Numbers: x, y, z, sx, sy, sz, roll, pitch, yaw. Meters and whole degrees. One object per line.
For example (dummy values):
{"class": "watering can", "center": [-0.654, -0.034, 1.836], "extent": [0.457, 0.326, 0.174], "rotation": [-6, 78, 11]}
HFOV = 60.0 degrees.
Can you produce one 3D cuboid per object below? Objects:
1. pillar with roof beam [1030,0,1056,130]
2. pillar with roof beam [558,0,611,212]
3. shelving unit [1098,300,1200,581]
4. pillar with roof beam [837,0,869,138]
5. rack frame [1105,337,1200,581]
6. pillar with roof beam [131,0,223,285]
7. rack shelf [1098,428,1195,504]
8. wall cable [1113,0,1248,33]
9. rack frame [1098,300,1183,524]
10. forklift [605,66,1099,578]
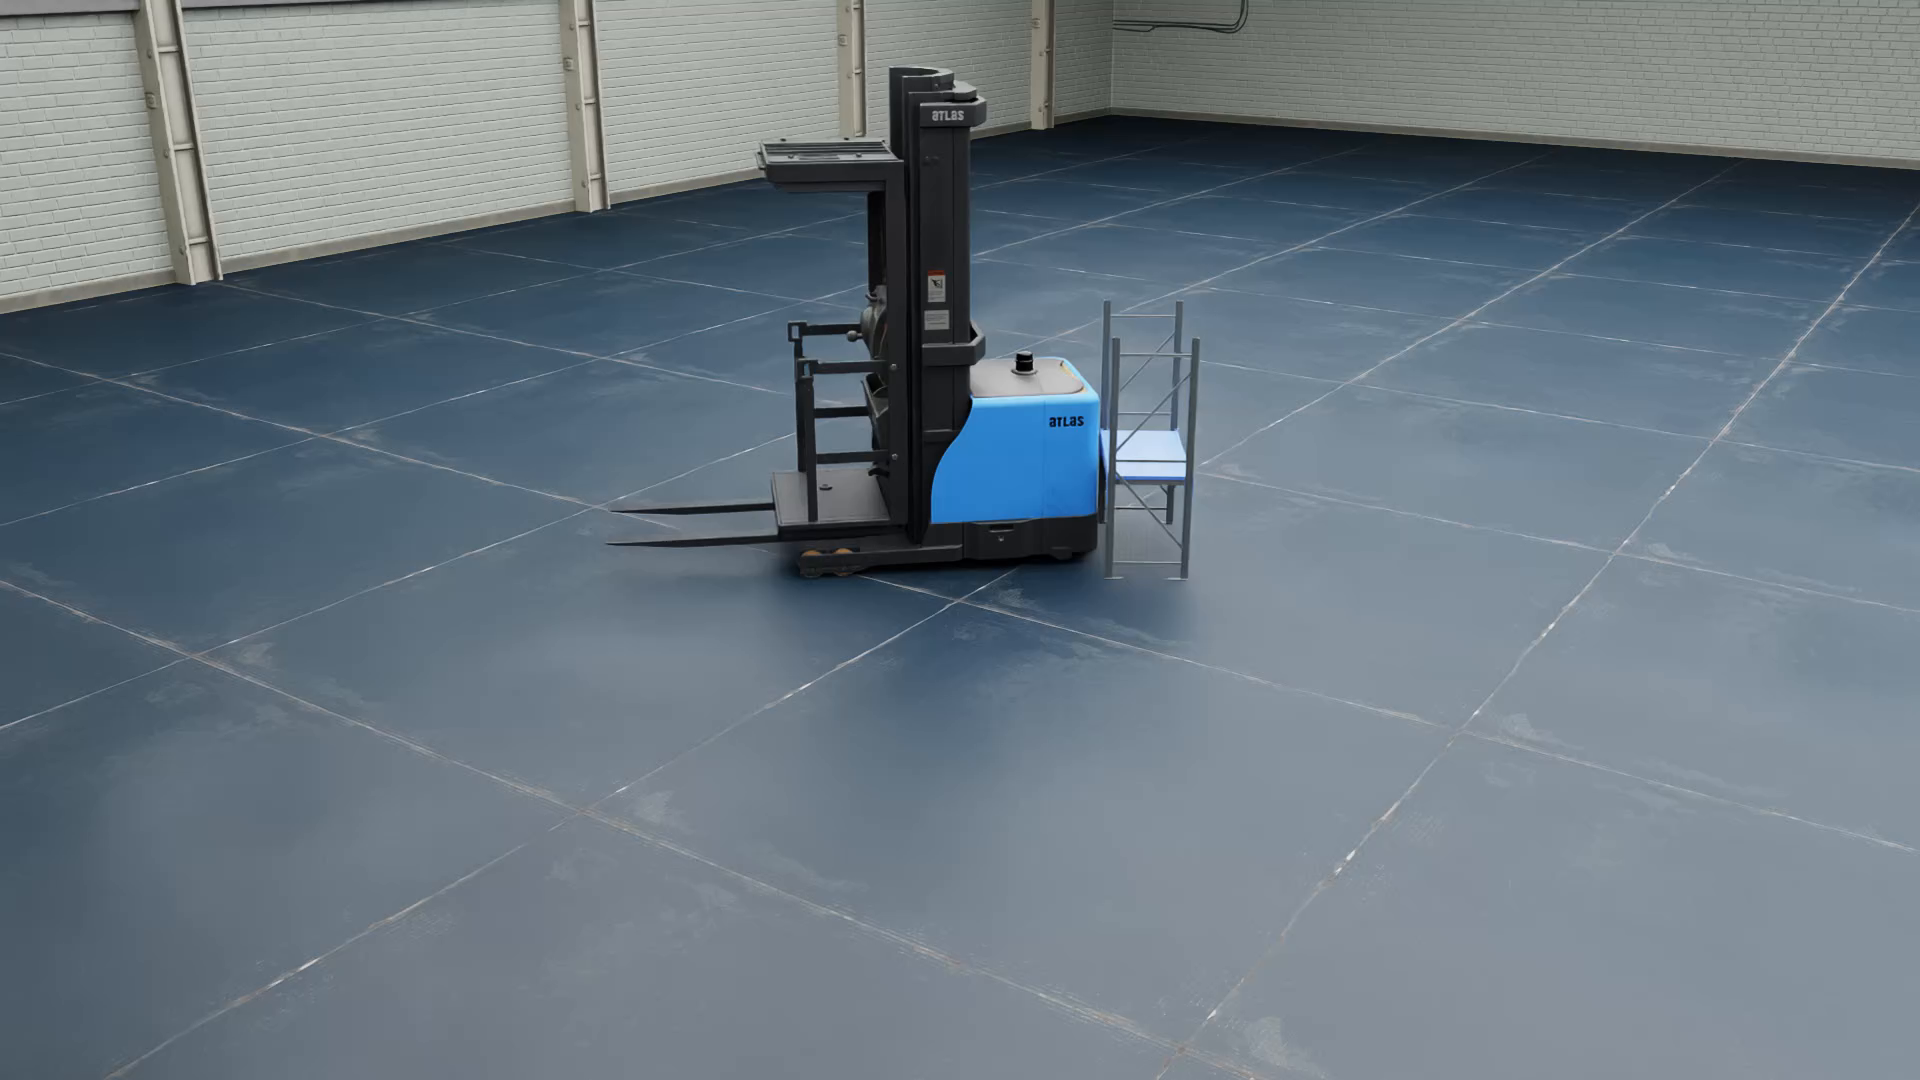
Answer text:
{"class": "pillar with roof beam", "center": [5.167, -11.448, 28.742], "extent": [9.100, 9.000, 0.400], "rotation": [13, 24, 32]}
{"class": "pillar with roof beam", "center": [-1.578, -8.005, 19.434], "extent": [9.100, 9.000, 0.400], "rotation": [13, 24, 32]}
{"class": "shelving unit", "center": [1.149, -0.640, 10.332], "extent": [0.538, 1.500, 1.048], "rotation": [1, 20, 2]}
{"class": "pillar with roof beam", "center": [1.795, -9.726, 24.088], "extent": [9.100, 9.000, 0.400], "rotation": [13, 24, 32]}
{"class": "rack frame", "center": [1.133, -0.463, 9.856], "extent": [0.500, 1.500, 0.032], "rotation": [1, 20, 2]}
{"class": "pillar with roof beam", "center": [-4.951, -6.283, 14.780], "extent": [9.100, 9.000, 0.400], "rotation": [13, 24, 32]}
{"class": "rack shelf", "center": [1.149, -0.471, 10.395], "extent": [0.538, 0.185, 1.000], "rotation": [1, 20, 2]}
{"class": "wall cable", "center": [4.357, -11.418, 33.138], "extent": [3.097, 2.526, 0.112], "rotation": [13, 24, 32]}
{"class": "rack frame", "center": [1.165, -0.816, 10.809], "extent": [0.500, 1.500, 0.032], "rotation": [1, 20, 2]}
{"class": "forklift", "center": [-0.701, -1.337, 10.156], "extent": [3.031, 2.935, 1.130], "rotation": [-3, 21, -8]}
